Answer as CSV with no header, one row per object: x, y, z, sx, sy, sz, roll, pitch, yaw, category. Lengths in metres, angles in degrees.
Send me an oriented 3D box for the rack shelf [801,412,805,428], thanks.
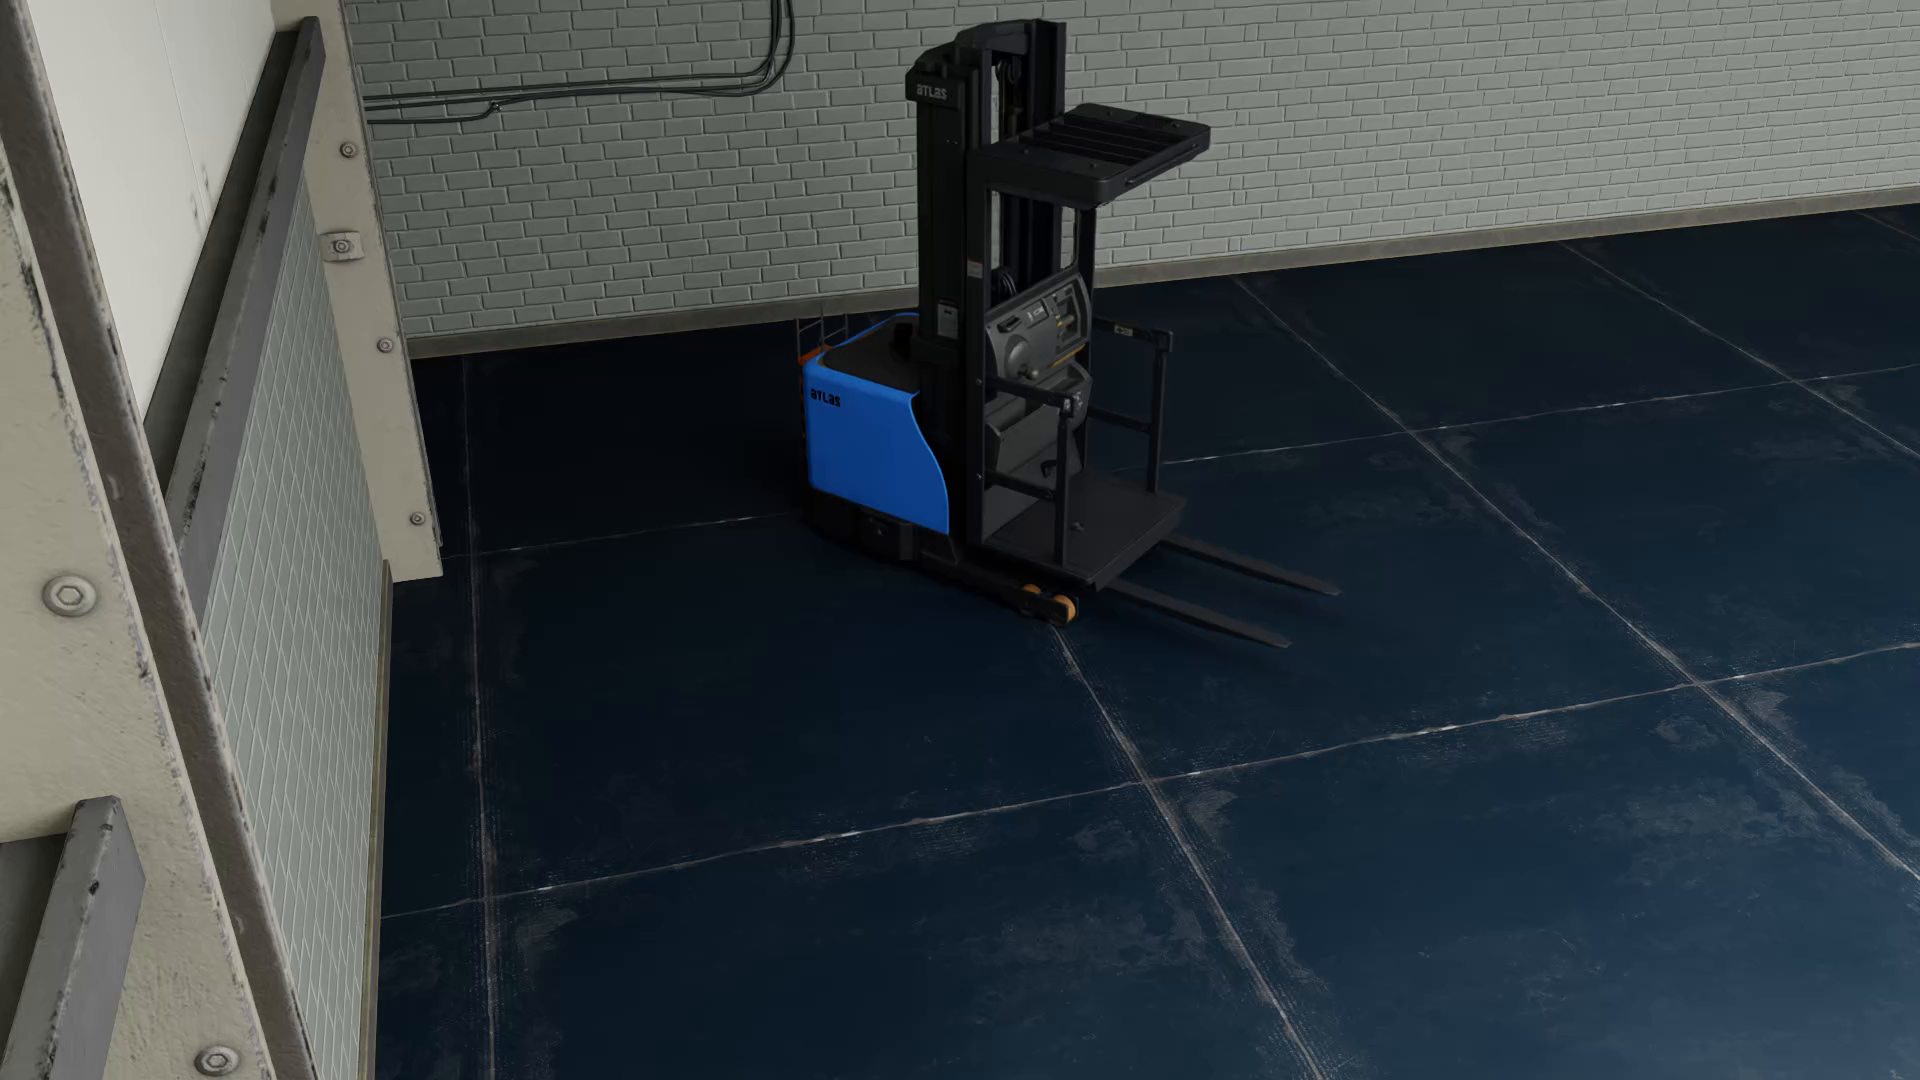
-0.797,-0.734,9.910,0.180,0.103,0.258,19,35,30,rack shelf

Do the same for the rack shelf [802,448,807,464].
-0.797,-0.527,10.030,0.180,0.103,0.258,19,35,30,rack shelf

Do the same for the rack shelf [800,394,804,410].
-0.797,-0.838,9.850,0.180,0.103,0.258,19,35,30,rack shelf

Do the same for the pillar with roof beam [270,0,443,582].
1.026,-4.341,8.266,9.100,9.000,0.400,-8,31,-13,pillar with roof beam

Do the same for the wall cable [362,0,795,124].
-2.632,-4.023,10.817,3.097,2.526,0.112,-8,31,-13,wall cable

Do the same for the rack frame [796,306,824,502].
-0.872,-0.799,9.933,0.006,1.200,0.240,19,35,30,rack frame

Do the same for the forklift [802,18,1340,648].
0.594,-1.108,8.738,3.031,2.935,1.130,19,35,30,forklift

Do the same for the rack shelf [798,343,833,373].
-0.797,-1.046,9.730,0.180,0.103,0.258,19,35,30,rack shelf

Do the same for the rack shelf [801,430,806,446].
-0.797,-0.631,9.970,0.180,0.103,0.258,19,35,30,rack shelf

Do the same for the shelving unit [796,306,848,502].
-0.797,-0.773,9.888,0.189,1.200,0.258,19,35,30,shelving unit

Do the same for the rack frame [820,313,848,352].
-0.723,-0.747,9.842,0.006,1.200,0.240,19,35,30,rack frame

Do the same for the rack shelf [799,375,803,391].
-0.797,-0.942,9.790,0.180,0.103,0.258,19,35,30,rack shelf
